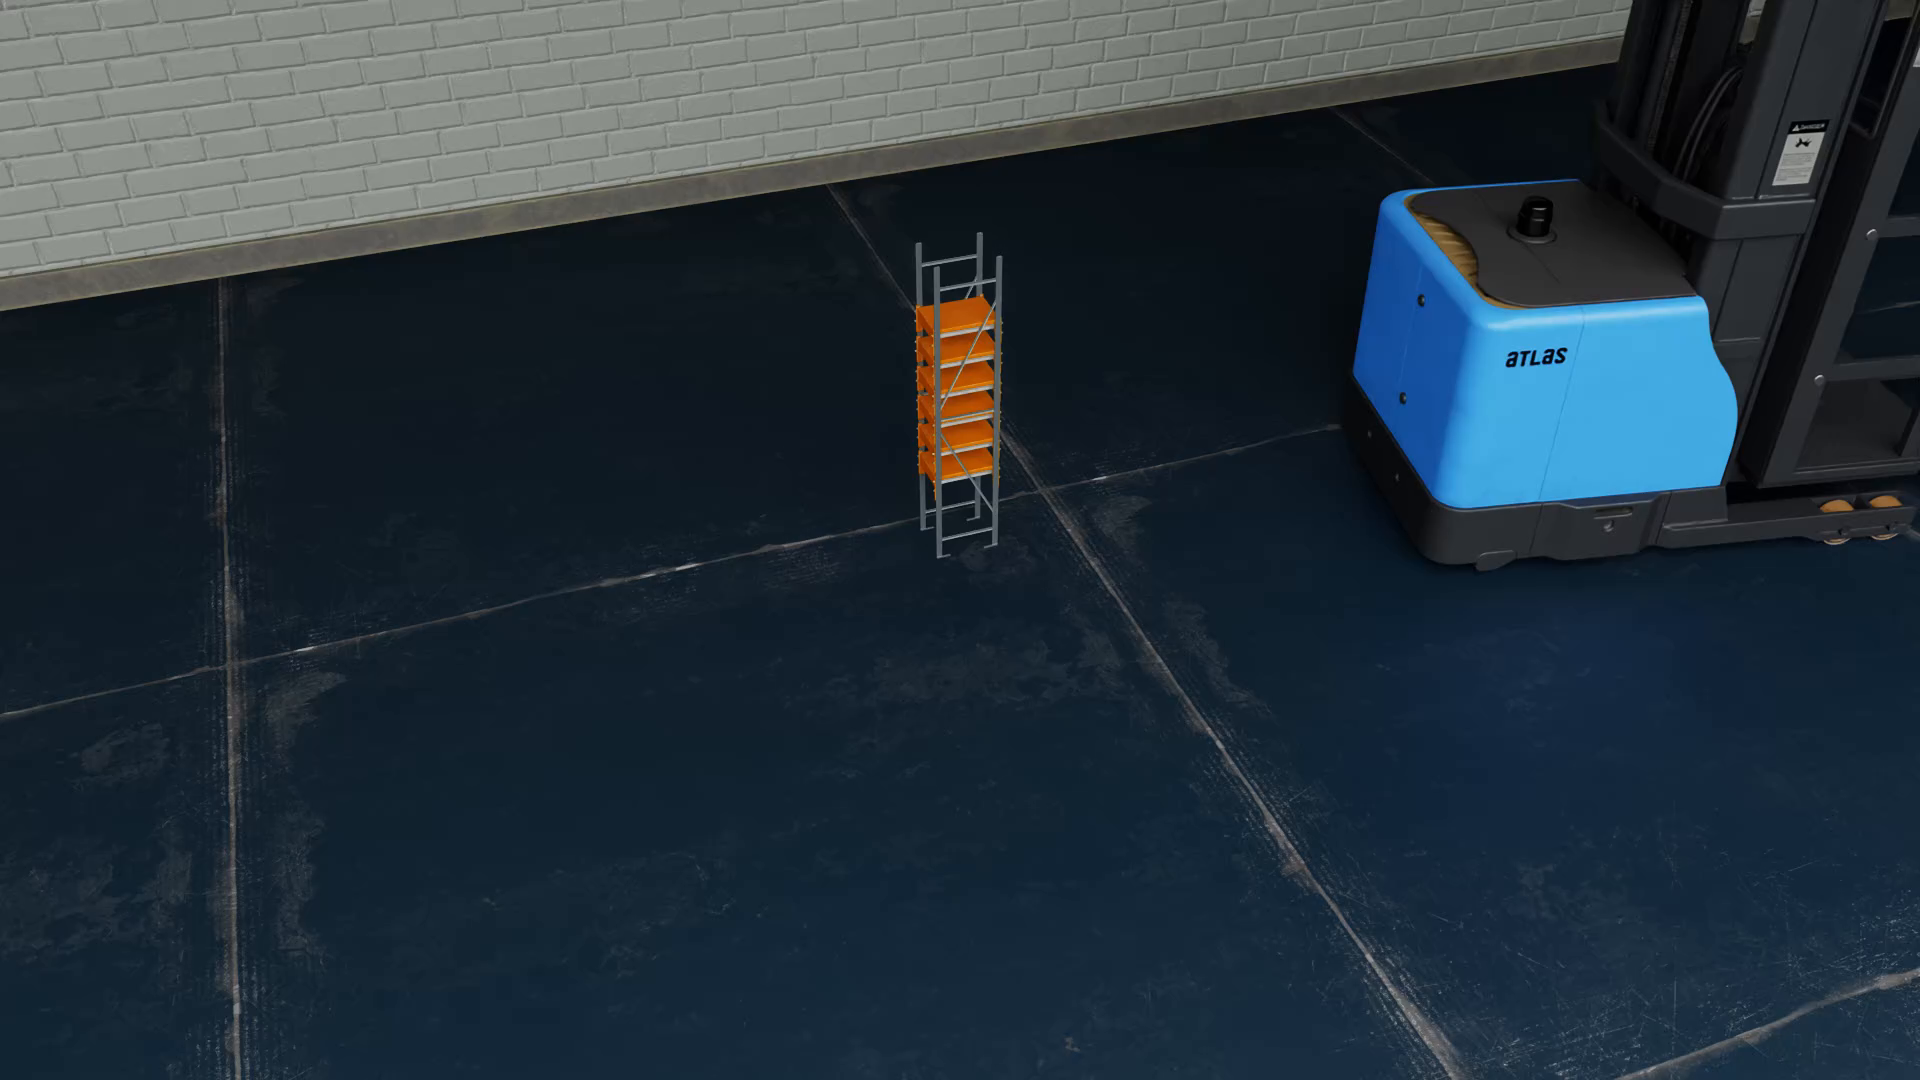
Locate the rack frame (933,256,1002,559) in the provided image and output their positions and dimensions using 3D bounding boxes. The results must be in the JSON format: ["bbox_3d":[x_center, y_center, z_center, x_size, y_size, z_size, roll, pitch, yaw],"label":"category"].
[{"bbox_3d":[0.026,-0.436,5.831,0.240,1.200,0.006,-12,39,-16],"label":"rack frame"}]

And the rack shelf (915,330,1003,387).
[{"bbox_3d":[-0.005,-0.644,5.782,0.258,0.103,0.180,-12,39,-16],"label":"rack shelf"}]

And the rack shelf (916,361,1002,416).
[{"bbox_3d":[-0.005,-0.548,5.854,0.258,0.103,0.180,-12,39,-16],"label":"rack shelf"}]

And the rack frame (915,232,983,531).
[{"bbox_3d":[-0.036,-0.539,5.968,0.240,1.200,0.006,-12,39,-16],"label":"rack frame"}]

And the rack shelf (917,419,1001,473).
[{"bbox_3d":[-0.005,-0.356,5.999,0.258,0.103,0.180,-12,39,-16],"label":"rack shelf"}]

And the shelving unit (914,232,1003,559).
[{"bbox_3d":[-0.005,-0.487,5.900,0.258,1.200,0.189,-12,39,-16],"label":"shelving unit"}]

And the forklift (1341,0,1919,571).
[{"bbox_3d":[3.109,-1.464,5.757,3.031,2.935,1.130,-5,37,-7],"label":"forklift"}]

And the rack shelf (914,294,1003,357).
[{"bbox_3d":[-0.005,-0.739,5.710,0.258,0.103,0.180,-12,39,-16],"label":"rack shelf"}]

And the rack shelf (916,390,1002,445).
[{"bbox_3d":[-0.005,-0.452,5.927,0.258,0.103,0.180,-12,39,-16],"label":"rack shelf"}]

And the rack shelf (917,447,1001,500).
[{"bbox_3d":[-0.005,-0.260,6.071,0.258,0.103,0.180,-12,39,-16],"label":"rack shelf"}]
